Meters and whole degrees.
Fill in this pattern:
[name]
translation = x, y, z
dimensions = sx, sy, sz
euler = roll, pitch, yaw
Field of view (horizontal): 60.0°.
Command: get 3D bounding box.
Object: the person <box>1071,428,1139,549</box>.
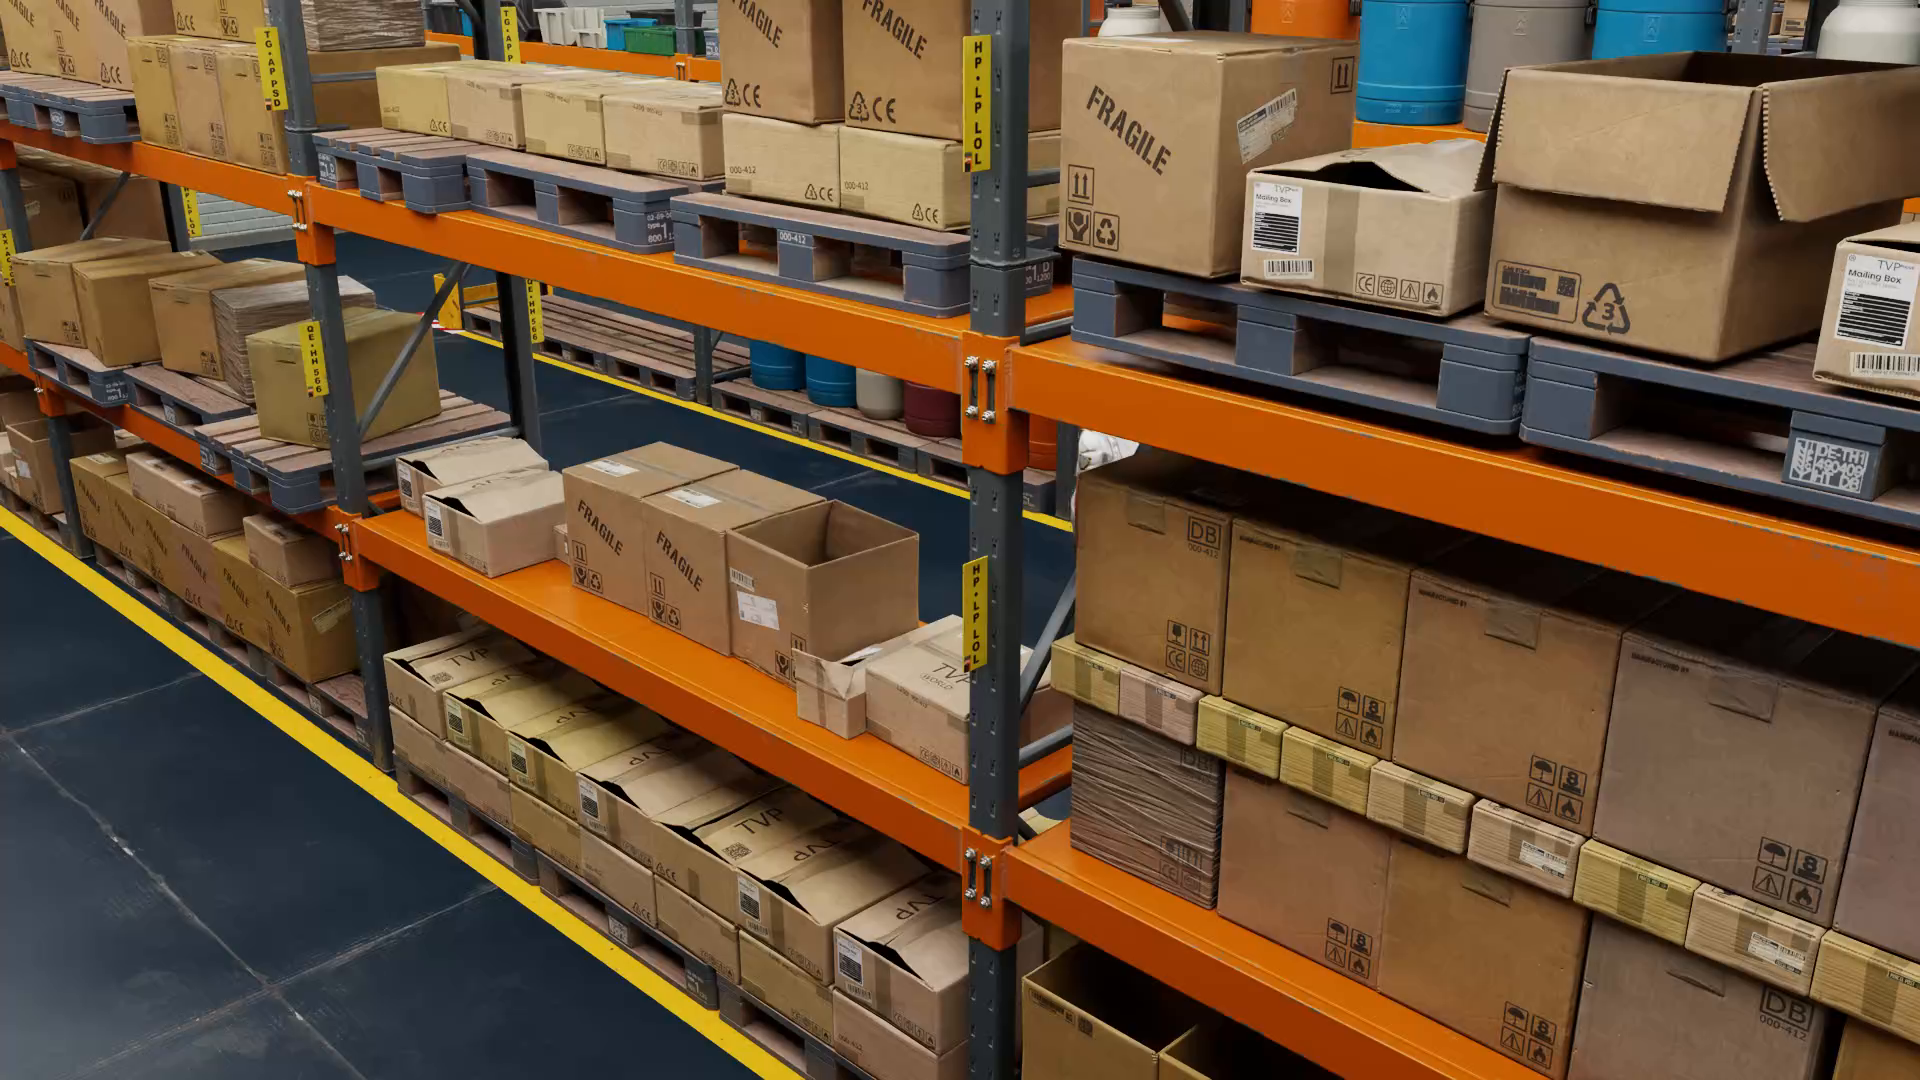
[person]
translation = 0.810, -0.119, 8.884
dimensions = 0.550, 1.658, 0.531
euler = -18, 27, -40
